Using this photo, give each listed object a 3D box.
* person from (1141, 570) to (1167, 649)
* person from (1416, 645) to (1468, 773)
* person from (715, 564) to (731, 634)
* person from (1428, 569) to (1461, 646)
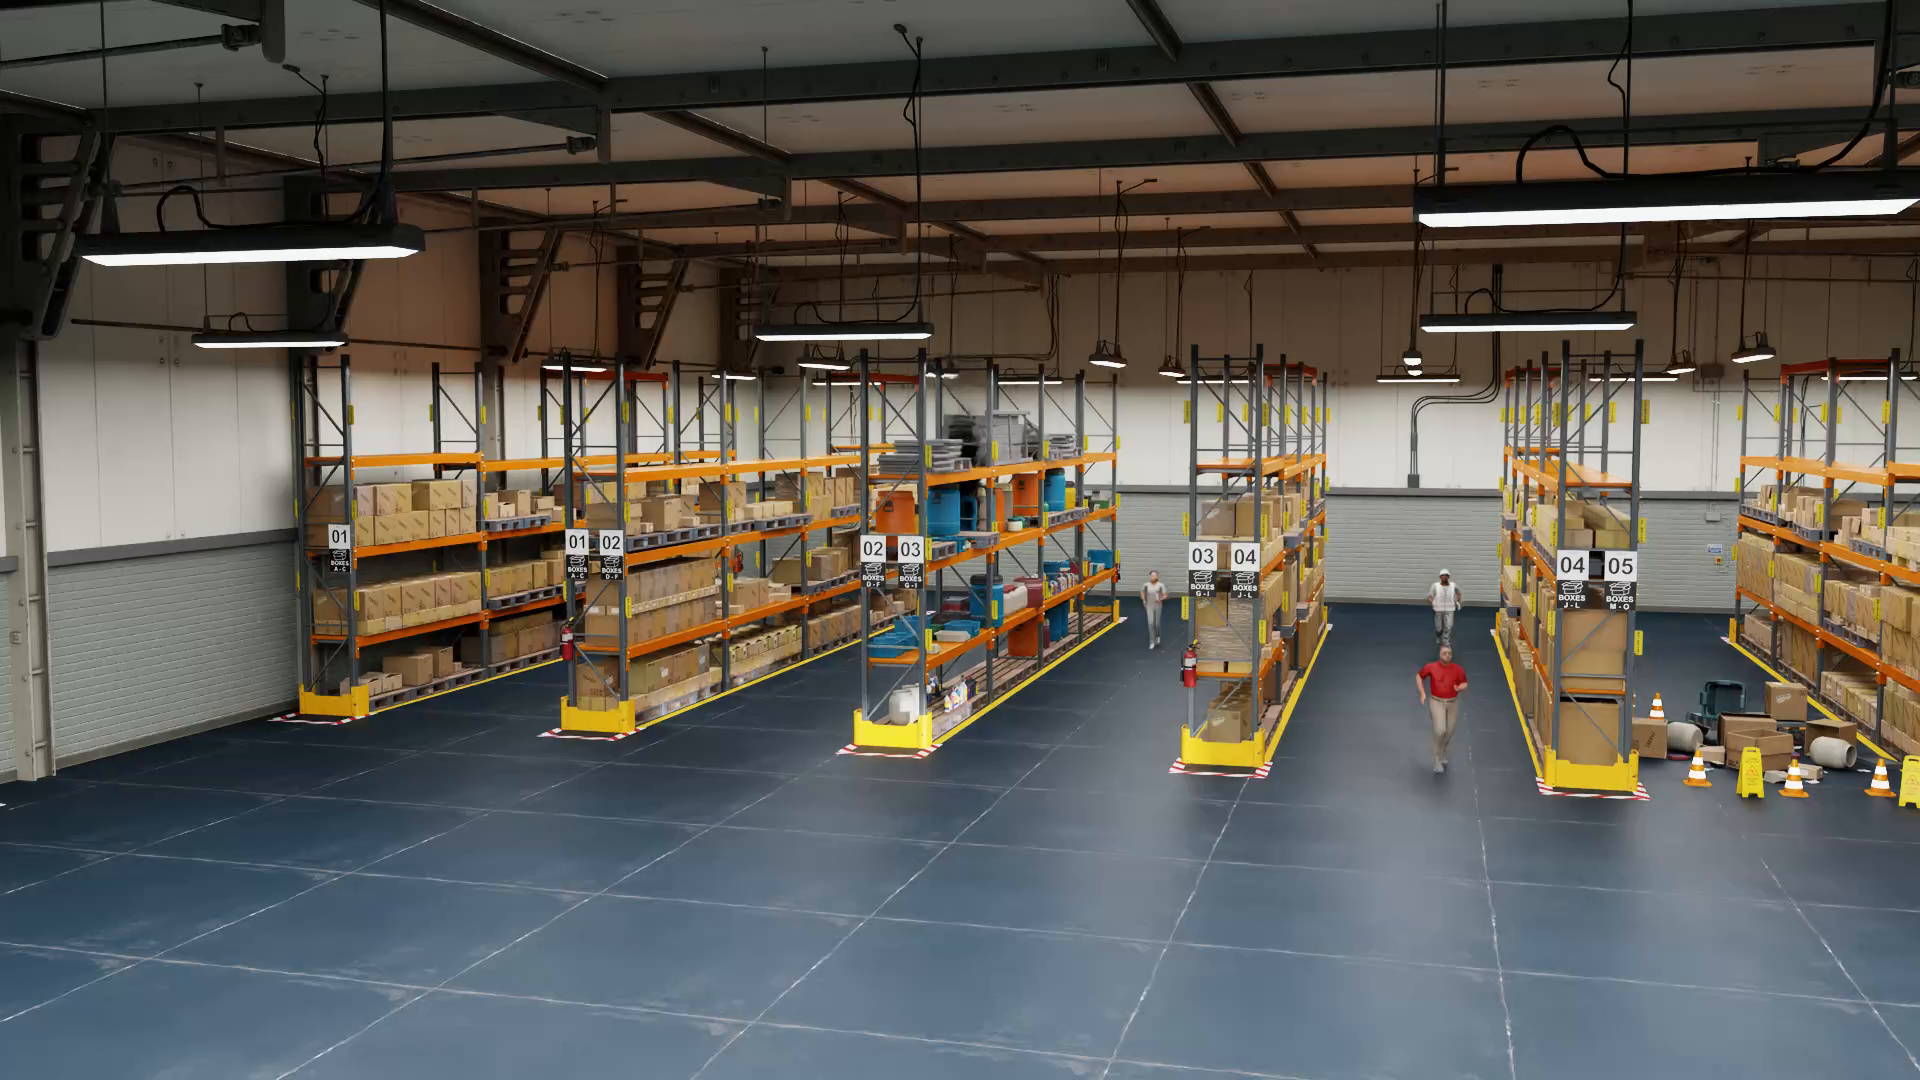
[{"bbox_3d":[4.181,1.482,35.896,0.570,1.672,0.805,1,4,11],"label":"person"},{"bbox_3d":[6.846,2.385,23.528,0.635,1.789,0.765,0,4,-4],"label":"person"},{"bbox_3d":[-5.326,1.383,37.071,0.616,1.678,0.612,1,4,8],"label":"person"},{"bbox_3d":[10.210,1.497,35.030,0.692,1.765,0.879,1,4,11],"label":"person"}]
